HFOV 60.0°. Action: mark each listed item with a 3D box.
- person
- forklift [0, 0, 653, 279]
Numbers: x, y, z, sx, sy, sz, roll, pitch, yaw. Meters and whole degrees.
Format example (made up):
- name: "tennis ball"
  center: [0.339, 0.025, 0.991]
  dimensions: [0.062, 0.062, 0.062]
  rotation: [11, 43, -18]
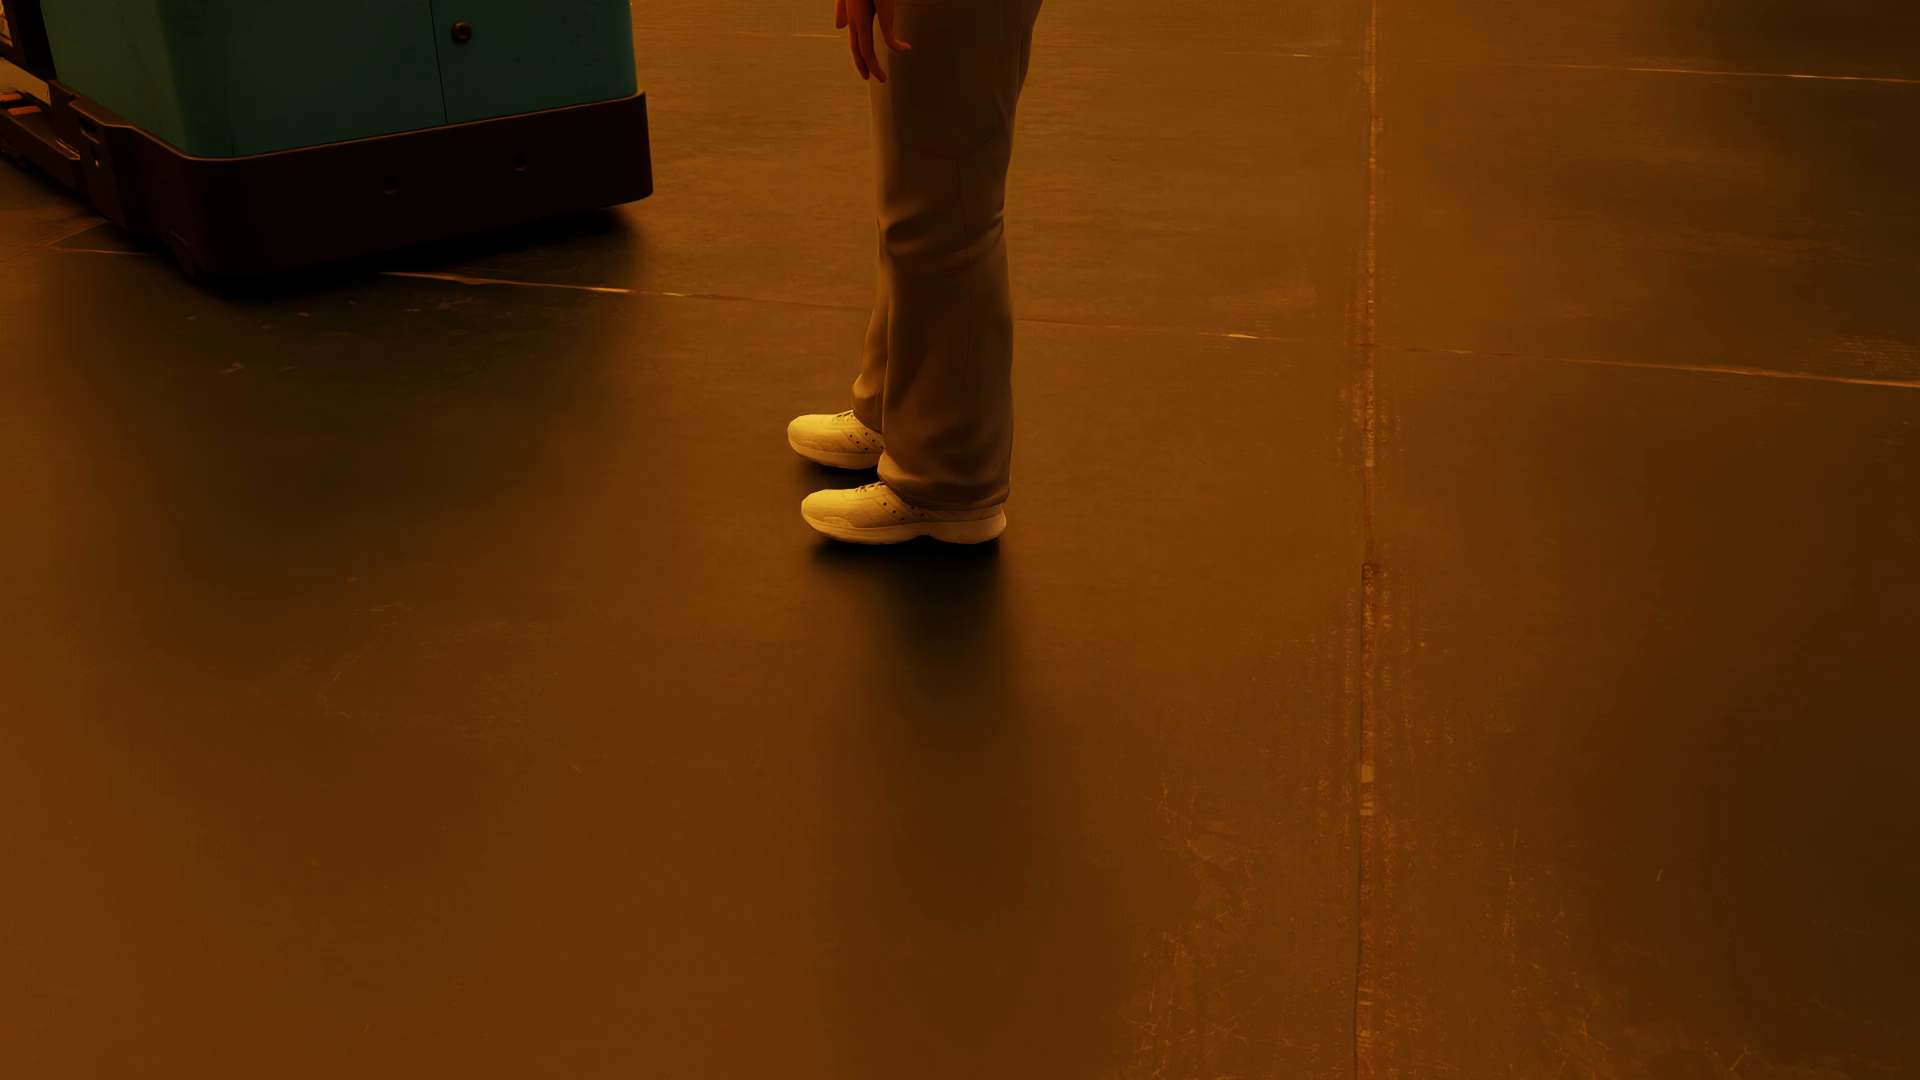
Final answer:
- name: "person"
  center: [-0.069, -0.768, 2.146]
  dimensions: [0.548, 1.673, 0.549]
  rotation: [6, 27, 11]
- name: "forklift"
  center: [-2.070, -2.440, 4.082]
  dimensions: [1.130, 2.935, 3.031]
  rotation: [-21, 33, -35]
